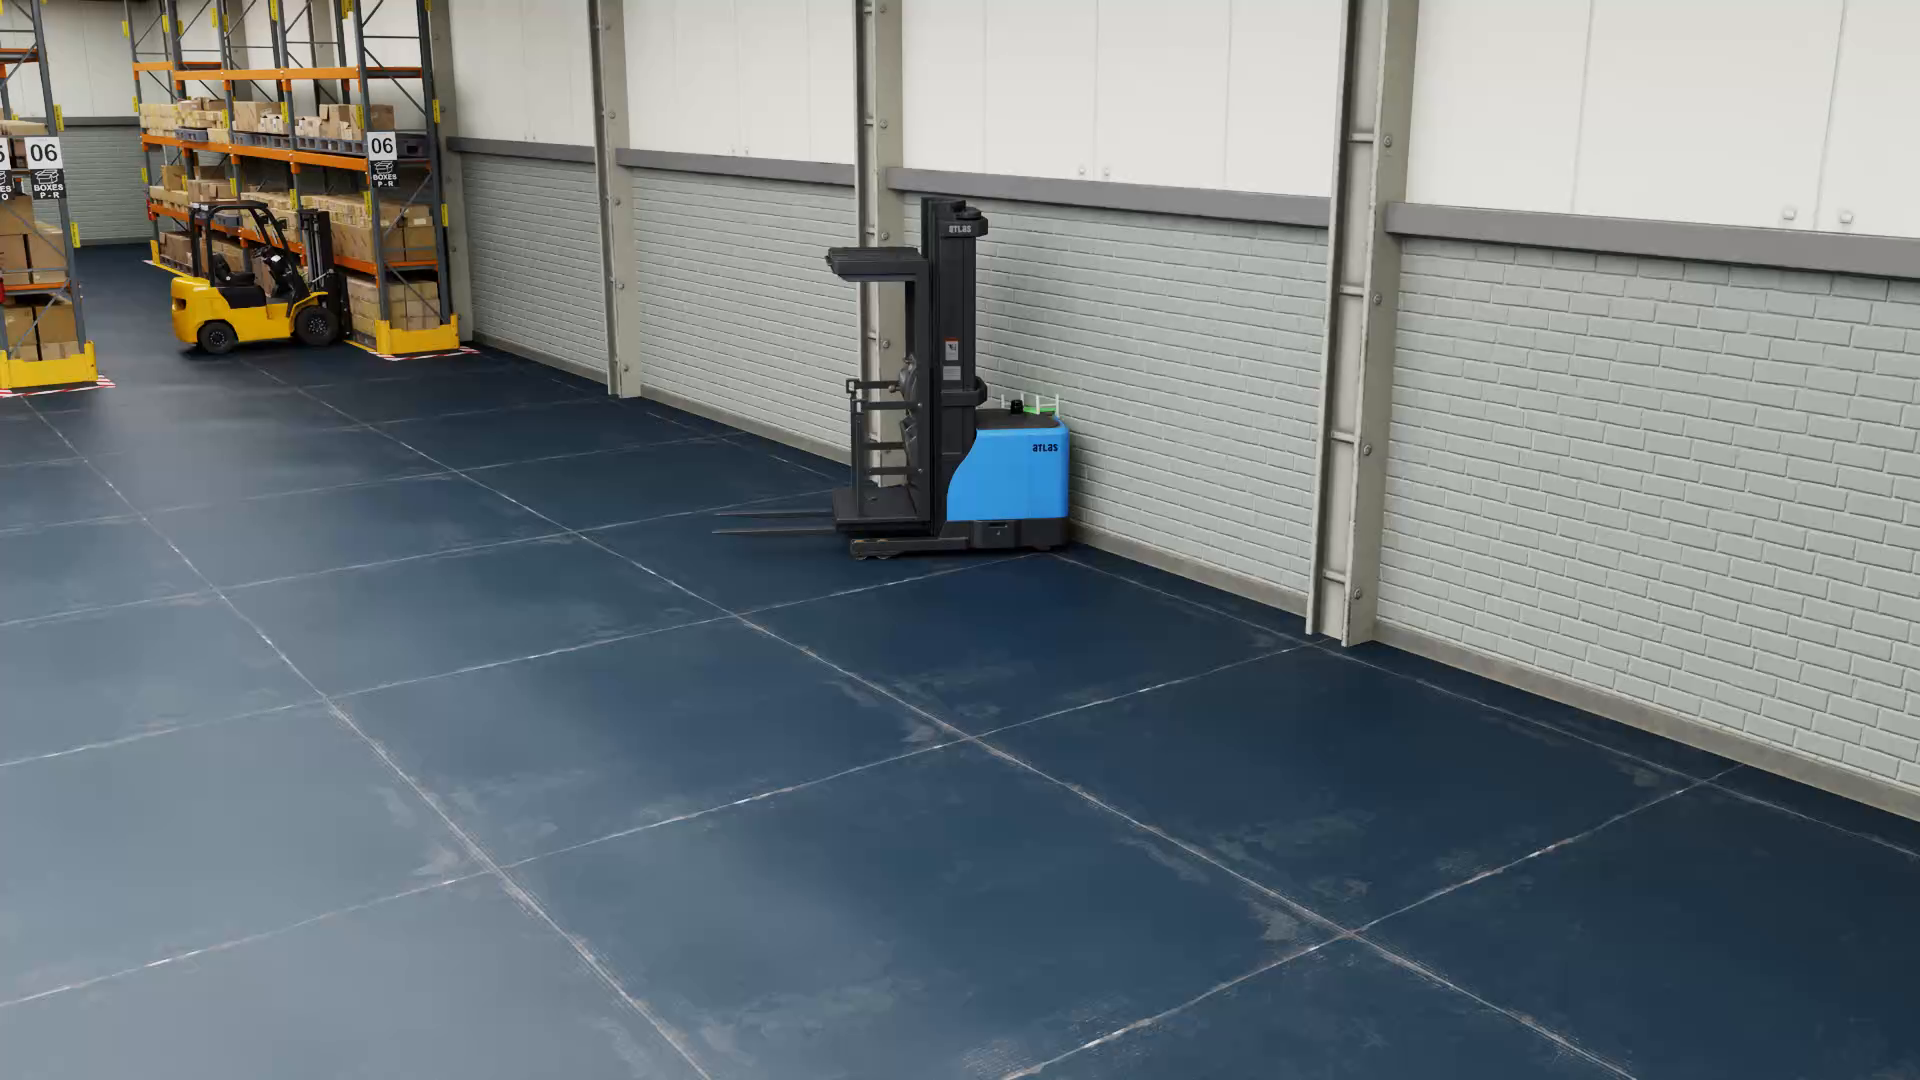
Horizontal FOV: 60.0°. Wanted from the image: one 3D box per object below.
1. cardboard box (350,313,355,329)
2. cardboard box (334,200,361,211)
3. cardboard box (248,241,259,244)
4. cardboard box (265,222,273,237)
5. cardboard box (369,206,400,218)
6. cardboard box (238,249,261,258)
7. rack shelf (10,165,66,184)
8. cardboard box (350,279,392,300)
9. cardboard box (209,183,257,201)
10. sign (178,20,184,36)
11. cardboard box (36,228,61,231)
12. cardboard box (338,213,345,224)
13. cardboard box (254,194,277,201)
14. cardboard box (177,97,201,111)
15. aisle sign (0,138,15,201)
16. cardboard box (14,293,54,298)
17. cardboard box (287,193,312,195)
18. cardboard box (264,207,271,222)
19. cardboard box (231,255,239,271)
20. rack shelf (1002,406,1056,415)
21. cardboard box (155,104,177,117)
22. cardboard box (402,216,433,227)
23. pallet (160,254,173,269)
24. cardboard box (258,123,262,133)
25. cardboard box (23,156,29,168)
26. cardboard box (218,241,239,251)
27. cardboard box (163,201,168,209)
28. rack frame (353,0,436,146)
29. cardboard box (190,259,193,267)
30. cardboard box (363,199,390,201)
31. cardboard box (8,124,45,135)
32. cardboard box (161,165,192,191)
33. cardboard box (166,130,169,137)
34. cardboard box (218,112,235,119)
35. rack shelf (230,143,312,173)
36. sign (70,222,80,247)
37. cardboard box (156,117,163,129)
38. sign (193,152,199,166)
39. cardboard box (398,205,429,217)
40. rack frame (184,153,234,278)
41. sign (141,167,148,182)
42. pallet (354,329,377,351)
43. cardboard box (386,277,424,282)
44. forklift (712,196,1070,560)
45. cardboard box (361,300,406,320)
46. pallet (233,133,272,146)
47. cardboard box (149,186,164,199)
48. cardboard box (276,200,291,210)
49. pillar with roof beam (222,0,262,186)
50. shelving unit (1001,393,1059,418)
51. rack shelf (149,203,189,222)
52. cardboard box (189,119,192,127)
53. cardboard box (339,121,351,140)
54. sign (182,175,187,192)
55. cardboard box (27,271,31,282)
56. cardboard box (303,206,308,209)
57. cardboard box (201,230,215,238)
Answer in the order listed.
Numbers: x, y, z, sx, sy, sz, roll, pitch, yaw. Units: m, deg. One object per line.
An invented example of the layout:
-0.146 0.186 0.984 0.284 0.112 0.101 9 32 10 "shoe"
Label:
-9.254 -3.452 25.921 0.500 0.250 0.500 -11 19 -34 "cardboard box"
-9.572 -5.240 26.058 0.380 0.149 0.250 -11 19 -34 "cardboard box"
-13.837 -5.819 32.864 0.380 0.149 0.250 -12 19 -37 "cardboard box"
-11.887 -5.484 29.215 0.500 0.250 0.500 -10 18 -33 "cardboard box"
-8.531 -4.857 24.659 0.380 0.149 0.250 -11 19 -34 "cardboard box"
-13.349 -5.393 31.309 0.380 0.149 0.250 -12 19 -37 "cardboard box"
-13.339 -5.064 23.078 1.077 0.370 4.000 -11 19 -35 "rack shelf"
-8.978 -3.825 25.390 0.500 0.250 0.500 -10 18 -34 "cardboard box"
-13.963 -6.589 31.978 0.797 0.503 0.637 -11 19 -36 "cardboard box"
-17.097 -11.228 36.483 0.100 0.325 0.005 -11 19 -35 "sign"
-12.524 -3.984 22.696 0.500 0.500 0.500 -10 18 -33 "cardboard box"
-9.355 -4.971 25.637 0.380 0.149 0.250 -11 19 -34 "cardboard box"
-12.411 -6.103 29.774 0.380 0.149 0.250 -11 19 -34 "cardboard box"
-15.311 -8.672 33.041 0.396 0.266 0.258 -11 19 -35 "cardboard box"
-12.361 -4.733 21.263 0.394 0.787 0.004 -11 19 -35 "aisle sign"
-13.349 -3.328 24.046 0.500 0.500 0.500 -10 18 -32 "cardboard box"
-11.951 -6.195 30.111 0.380 0.149 0.250 -11 19 -36 "cardboard box"
-11.883 -5.726 29.153 0.500 0.250 0.500 -11 19 -34 "cardboard box"
-13.562 -5.179 31.757 0.500 0.500 0.500 -11 19 -35 "cardboard box"
0.618 -1.093 14.620 0.258 0.148 0.480 -8 10 -36 "rack shelf"
-16.602 -9.027 34.966 0.500 0.250 0.500 -10 18 -33 "cardboard box"
-8.140 -4.783 24.950 0.380 0.149 0.250 -11 19 -36 "cardboard box"
-17.044 -6.194 36.807 1.003 0.211 1.213 -11 19 -35 "pallet"
-11.848 -7.092 28.614 0.380 0.149 0.250 -11 19 -35 "cardboard box"
-12.096 -4.984 21.899 0.380 0.149 0.250 -11 19 -34 "cardboard box"
-14.392 -5.794 32.774 0.380 0.149 0.250 -10 18 -33 "cardboard box"
-16.869 -7.209 35.708 0.380 0.149 0.250 -12 19 -36 "cardboard box"
-8.150 -7.202 23.845 1.000 3.000 0.127 -11 19 -35 "rack frame"
-15.771 -5.772 34.588 0.380 0.149 0.250 -12 19 -36 "cardboard box"
-9.220 -5.309 26.309 0.380 0.149 0.250 -10 18 -33 "cardboard box"
-12.207 -5.355 21.744 0.380 0.149 0.250 -11 19 -35 "cardboard box"
-16.627 -7.699 35.325 0.500 0.500 0.500 -10 18 -33 "cardboard box"
-16.376 -8.507 34.769 0.380 0.149 0.250 -11 19 -34 "cardboard box"
-13.678 -7.937 31.177 0.380 0.149 0.250 -11 19 -35 "cardboard box"
-11.678 -6.690 29.017 1.077 0.370 4.000 -11 19 -35 "rack shelf"
-11.724 -4.039 22.013 0.100 0.325 0.005 -11 19 -35 "sign"
-16.589 -8.783 35.022 0.500 0.250 0.500 -11 19 -35 "cardboard box"
-17.097 -8.518 37.224 0.100 0.325 0.005 -11 19 -35 "sign"
-8.175 -4.918 24.882 0.380 0.149 0.250 -11 19 -36 "cardboard box"
-15.206 -6.871 33.999 1.000 3.000 0.127 -11 19 -35 "rack frame"
-17.997 -8.059 36.698 0.100 0.325 0.005 -11 19 -35 "sign"
-8.634 -3.121 25.578 1.003 0.211 1.213 -11 19 -35 "pallet"
-8.577 -3.906 25.683 0.500 0.250 0.500 -11 19 -34 "cardboard box"
-0.619 -1.395 14.120 3.031 2.935 1.130 -2 15 -6 "forklift"
-8.689 -3.482 25.081 0.500 0.250 0.500 -11 19 -35 "cardboard box"
-12.383 -7.242 30.029 1.213 0.211 1.003 -10 18 -32 "pallet"
-17.509 -7.658 36.594 0.500 0.250 0.500 -11 19 -34 "cardboard box"
-11.412 -5.711 28.341 0.380 0.149 0.250 -12 19 -36 "cardboard box"
-18.369 -9.385 31.820 9.100 9.000 0.400 -11 19 -35 "pillar with roof beam"
0.634 -0.682 14.679 0.258 1.200 0.503 -8 10 -36 "shelving unit"
-16.382 -6.951 35.655 1.077 0.370 4.000 -11 19 -35 "rack shelf"
-14.750 -8.104 32.313 0.380 0.149 0.250 -11 19 -35 "cardboard box"
-9.032 -6.125 24.862 0.396 0.266 0.258 -11 19 -34 "cardboard box"
-15.640 -7.203 33.571 0.100 0.325 0.005 -11 19 -35 "sign"
-12.356 -3.573 22.424 0.380 0.149 0.250 -11 19 -34 "cardboard box"
-10.528 -5.415 27.261 0.380 0.149 0.250 -11 19 -35 "cardboard box"
-15.161 -6.216 33.752 0.380 0.149 0.250 -11 19 -35 "cardboard box"
